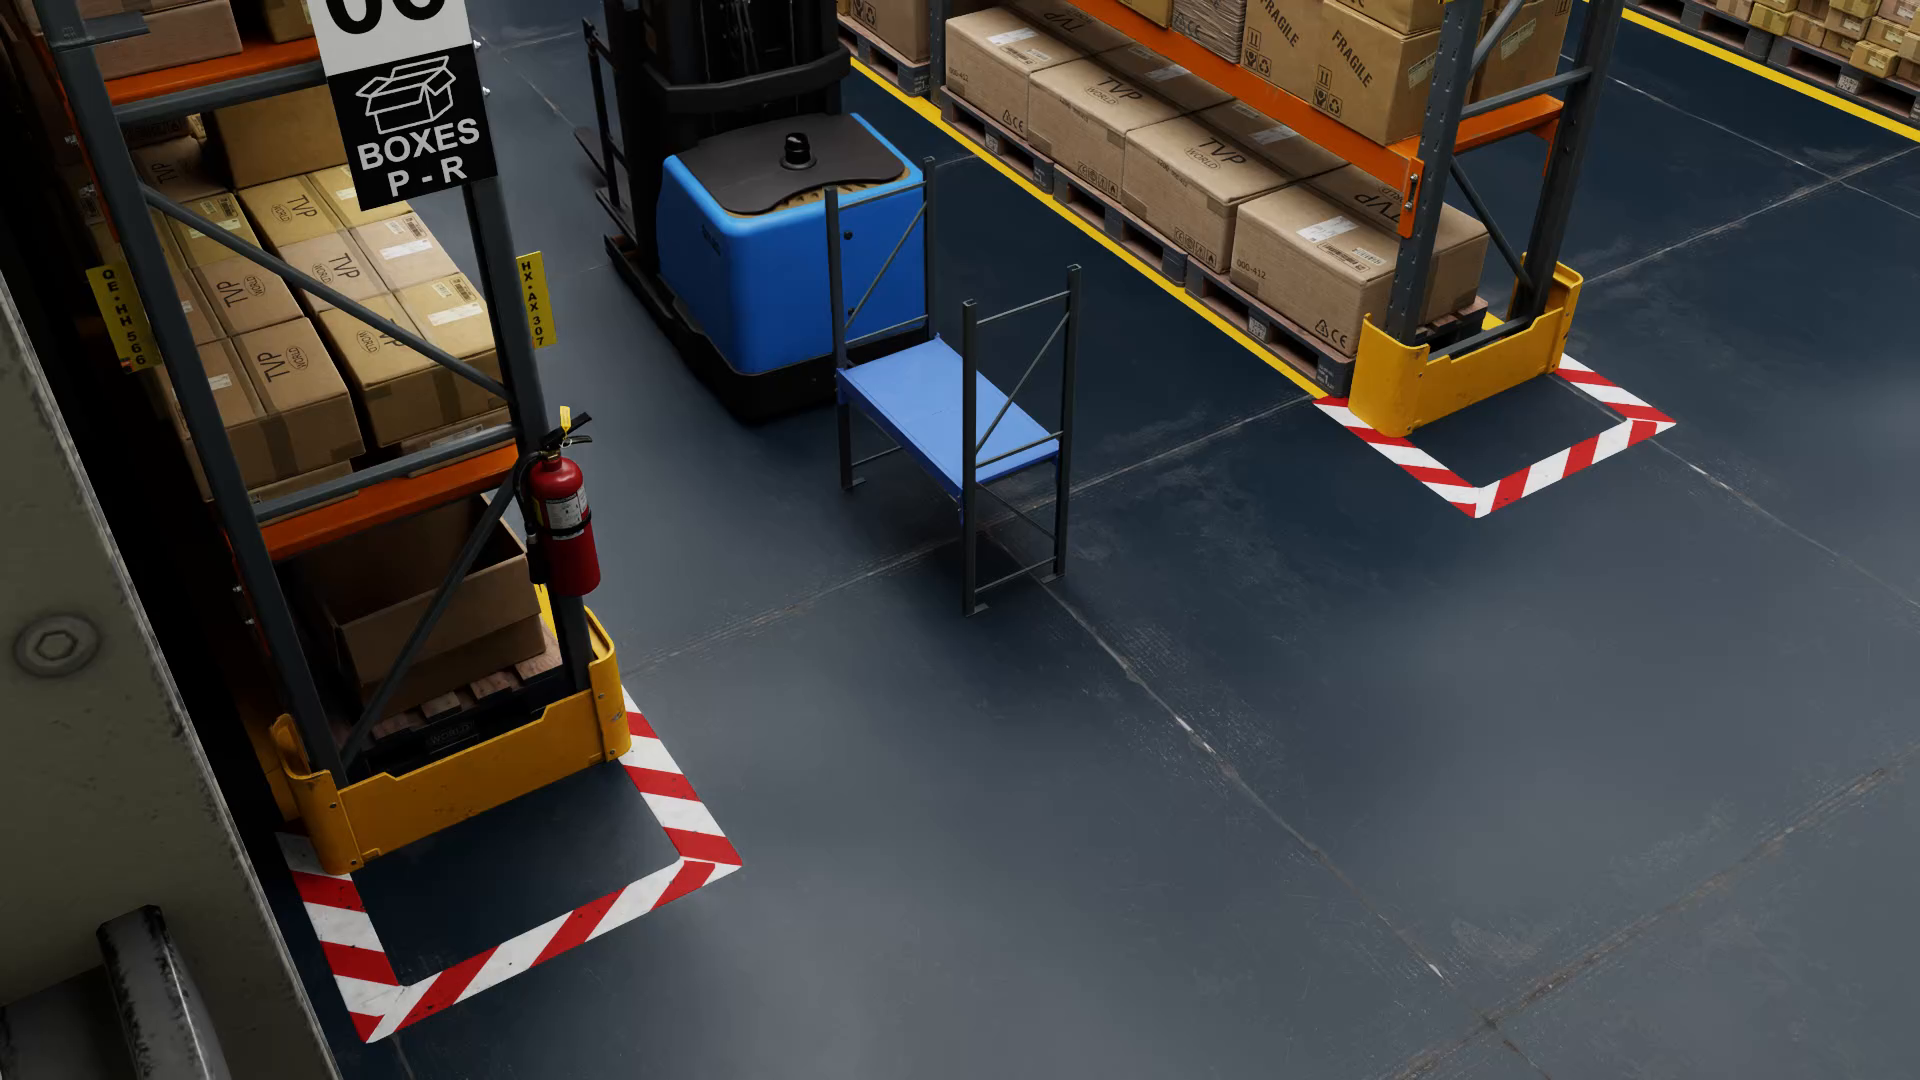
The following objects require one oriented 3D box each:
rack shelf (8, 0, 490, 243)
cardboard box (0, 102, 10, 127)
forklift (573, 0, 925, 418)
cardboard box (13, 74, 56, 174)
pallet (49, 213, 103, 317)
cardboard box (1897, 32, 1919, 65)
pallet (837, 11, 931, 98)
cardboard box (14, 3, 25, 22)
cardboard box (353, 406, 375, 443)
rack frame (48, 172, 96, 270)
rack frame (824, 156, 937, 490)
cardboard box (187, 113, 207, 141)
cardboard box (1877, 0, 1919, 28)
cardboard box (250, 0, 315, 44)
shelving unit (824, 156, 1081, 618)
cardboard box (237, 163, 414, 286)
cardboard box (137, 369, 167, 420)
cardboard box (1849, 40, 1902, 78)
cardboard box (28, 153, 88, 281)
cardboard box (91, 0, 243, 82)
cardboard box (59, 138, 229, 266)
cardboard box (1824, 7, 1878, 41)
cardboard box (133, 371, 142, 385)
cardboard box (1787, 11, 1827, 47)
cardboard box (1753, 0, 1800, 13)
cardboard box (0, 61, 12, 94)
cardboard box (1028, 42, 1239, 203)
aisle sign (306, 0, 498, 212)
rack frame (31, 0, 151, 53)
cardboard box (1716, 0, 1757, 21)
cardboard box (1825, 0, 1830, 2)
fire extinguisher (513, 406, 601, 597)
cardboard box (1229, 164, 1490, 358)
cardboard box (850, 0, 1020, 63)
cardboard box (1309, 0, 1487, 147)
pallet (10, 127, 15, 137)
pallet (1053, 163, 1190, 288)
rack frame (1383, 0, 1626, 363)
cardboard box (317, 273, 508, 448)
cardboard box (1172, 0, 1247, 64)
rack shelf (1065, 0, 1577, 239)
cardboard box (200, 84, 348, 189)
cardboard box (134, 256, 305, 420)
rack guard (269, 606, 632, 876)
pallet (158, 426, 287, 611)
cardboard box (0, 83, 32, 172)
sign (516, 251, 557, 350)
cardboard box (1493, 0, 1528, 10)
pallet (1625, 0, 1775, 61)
[{"bbox_3d":[-2.842,-2.166,5.726,1.077,0.370,4.000,-22,45,-24],"label":"rack shelf"},{"bbox_3d":[-5.547,-2.849,9.951,0.500,0.500,0.500,-20,44,-22],"label":"cardboard box"},{"bbox_3d":[-1.268,-2.635,8.122,1.130,2.935,3.031,-19,43,-21],"label":"forklift"},{"bbox_3d":[-3.604,-1.798,6.949,0.500,0.250,0.500,-23,45,-25],"label":"cardboard box"},{"bbox_3d":[-4.387,-1.725,9.155,1.003,0.211,1.213,-22,45,-24],"label":"pallet"},{"bbox_3d":[6.011,-3.047,10.230,0.380,0.149,0.250,-23,45,-25],"label":"cardboard box"},{"bbox_3d":[-0.213,-3.400,11.165,1.003,0.211,1.213,-22,45,-24],"label":"pallet"},{"bbox_3d":[-2.485,-1.611,4.693,0.380,0.149,0.250,-21,44,-23],"label":"cardboard box"},{"bbox_3d":[-1.888,-0.508,5.712,0.380,0.149,0.250,-21,44,-23],"label":"cardboard box"},{"bbox_3d":[-3.918,-2.370,7.751,1.000,3.000,0.127,-22,45,-24],"label":"rack frame"},{"bbox_3d":[-0.319,-0.897,7.154,0.500,1.500,0.032,-22,45,-24],"label":"rack frame"},{"bbox_3d":[-2.899,-1.697,6.828,0.500,0.250,0.500,-23,45,-25],"label":"cardboard box"},{"bbox_3d":[5.950,-3.329,10.336,0.380,0.149,0.250,-21,44,-24],"label":"cardboard box"},{"bbox_3d":[-1.742,-1.519,4.583,0.380,0.149,0.250,-21,44,-24],"label":"cardboard box"},{"bbox_3d":[-0.046,-0.622,6.825,0.538,1.500,1.048,-22,45,-24],"label":"shelving unit"},{"bbox_3d":[-2.330,-1.150,6.171,0.500,0.250,0.500,-23,45,-25],"label":"cardboard box"},{"bbox_3d":[-2.656,-0.595,5.817,0.380,0.149,0.250,-22,45,-24],"label":"cardboard box"},{"bbox_3d":[5.853,-3.062,10.481,0.380,0.149,0.250,-21,44,-23],"label":"cardboard box"},{"bbox_3d":[-4.431,-1.734,8.613,0.500,0.500,0.500,-22,45,-25],"label":"cardboard box"},{"bbox_3d":[-2.134,-1.360,4.392,0.380,0.149,0.250,-21,44,-23],"label":"cardboard box"},{"bbox_3d":[-3.058,-1.254,6.297,0.500,0.250,0.500,-22,45,-24],"label":"cardboard box"},{"bbox_3d":[5.730,-3.327,10.566,0.380,0.149,0.250,-24,45,-26],"label":"cardboard box"},{"bbox_3d":[-3.762,-1.060,7.952,0.500,0.311,0.500,-21,44,-23],"label":"cardboard box"},{"bbox_3d":[5.640,-3.363,10.842,0.380,0.149,0.250,-22,44,-24],"label":"cardboard box"},{"bbox_3d":[5.441,-3.602,10.896,0.380,0.149,0.250,-22,44,-24],"label":"cardboard box"},{"bbox_3d":[-5.091,-2.604,9.149,0.380,0.149,0.250,-22,44,-24],"label":"cardboard box"},{"bbox_3d":[0.994,-2.399,9.459,0.875,0.438,0.875,-24,45,-26],"label":"cardboard box"},{"bbox_3d":[-1.483,-1.274,4.405,0.394,0.787,0.004,-22,45,-24],"label":"aisle sign"},{"bbox_3d":[-1.767,-2.516,3.240,1.000,3.000,0.127,-22,45,-24],"label":"rack frame"},{"bbox_3d":[5.320,-3.634,11.167,0.380,0.149,0.250,-21,44,-24],"label":"cardboard box"},{"bbox_3d":[5.618,-3.586,10.645,0.380,0.149,0.250,-24,45,-26],"label":"cardboard box"},{"bbox_3d":[-1.298,-0.118,5.400,0.296,0.674,0.183,-22,45,-24],"label":"fire extinguisher"},{"bbox_3d":[1.977,-1.420,8.285,0.875,0.438,0.875,-24,45,-26],"label":"cardboard box"},{"bbox_3d":[-0.136,-3.733,10.718,0.875,0.875,0.875,-21,44,-23],"label":"cardboard box"},{"bbox_3d":[1.934,-2.129,7.384,0.500,0.500,0.500,-22,45,-24],"label":"cardboard box"},{"bbox_3d":[-5.699,-3.042,10.735,1.003,0.211,1.213,-22,45,-24],"label":"pallet"},{"bbox_3d":[1.268,-1.913,9.381,1.003,0.211,1.213,-22,45,-24],"label":"pallet"},{"bbox_3d":[2.416,-1.922,7.213,1.000,3.000,0.127,-22,45,-24],"label":"rack frame"},{"bbox_3d":[-1.784,-0.605,5.518,0.500,0.250,0.500,-22,45,-24],"label":"cardboard box"},{"bbox_3d":[1.392,-2.680,8.044,0.500,0.500,0.500,-21,44,-23],"label":"cardboard box"},{"bbox_3d":[1.341,-2.725,8.739,1.077,0.370,4.000,-22,45,-24],"label":"rack shelf"},{"bbox_3d":[-2.591,-1.703,6.249,0.500,0.500,0.500,-21,44,-23],"label":"cardboard box"},{"bbox_3d":[-2.514,-0.703,5.636,0.500,0.250,0.500,-22,45,-24],"label":"cardboard box"},{"bbox_3d":[-1.808,0.708,6.009,1.175,0.500,0.348,-22,45,-24],"label":"rack guard"},{"bbox_3d":[-2.889,-0.268,7.407,1.003,0.211,1.213,-22,45,-24],"label":"pallet"},{"bbox_3d":[-4.974,-2.292,9.281,0.500,0.500,0.500,-24,46,-26],"label":"cardboard box"},{"bbox_3d":[-1.310,-0.730,5.107,0.100,0.325,0.005,-22,45,-24],"label":"sign"},{"bbox_3d":[2.398,-2.701,7.289,0.500,0.500,0.500,-23,45,-25],"label":"cardboard box"},{"bbox_3d":[5.436,-3.758,11.595,1.003,0.211,1.213,-22,45,-24],"label":"pallet"}]
